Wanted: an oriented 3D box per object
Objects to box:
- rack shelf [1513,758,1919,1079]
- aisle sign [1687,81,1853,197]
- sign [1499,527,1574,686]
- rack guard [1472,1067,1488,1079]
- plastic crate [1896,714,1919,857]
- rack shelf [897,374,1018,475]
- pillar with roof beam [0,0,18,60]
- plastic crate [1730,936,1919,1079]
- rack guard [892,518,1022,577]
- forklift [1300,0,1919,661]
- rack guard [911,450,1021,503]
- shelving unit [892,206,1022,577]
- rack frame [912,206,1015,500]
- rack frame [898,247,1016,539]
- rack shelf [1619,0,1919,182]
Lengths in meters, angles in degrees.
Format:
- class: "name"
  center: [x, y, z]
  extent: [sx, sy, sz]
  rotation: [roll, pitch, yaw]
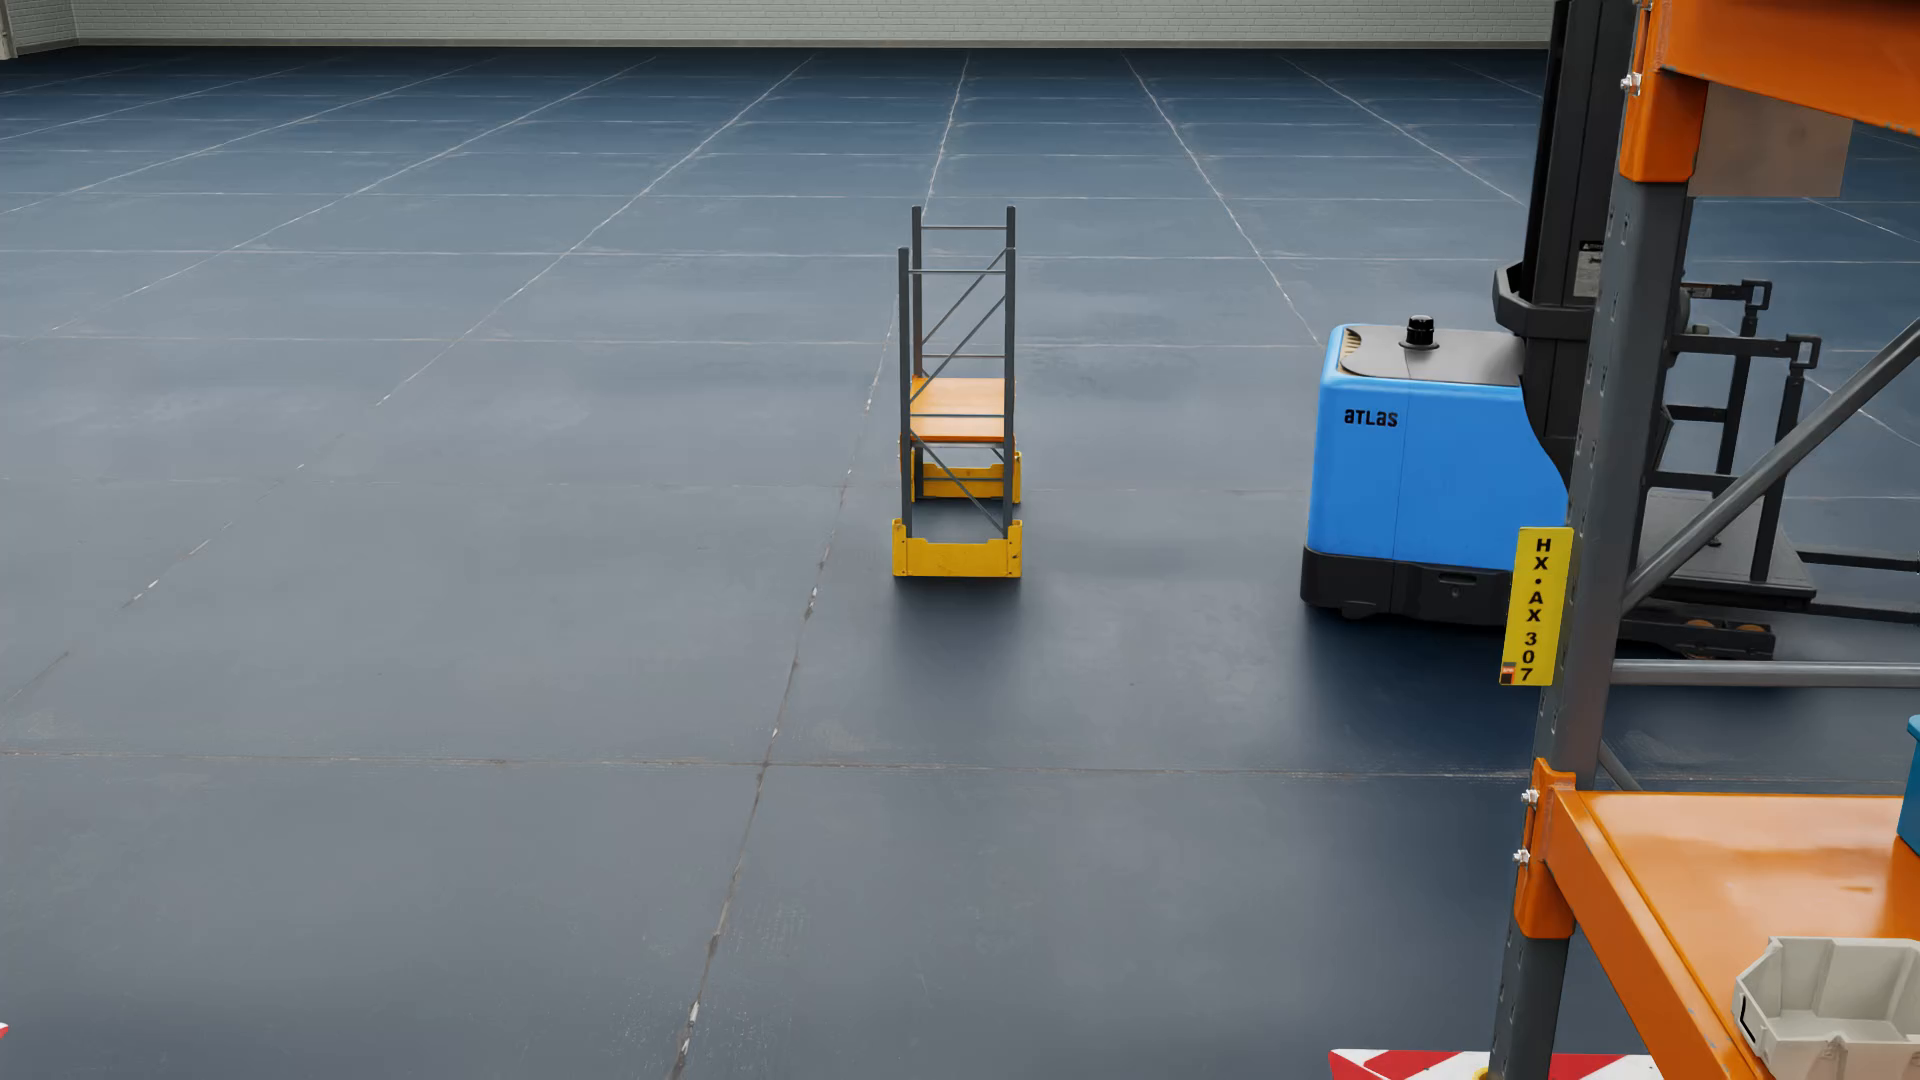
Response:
- class: "rack shelf"
  center: [1.586, 1.324, 1.464]
  extent: [1.077, 0.370, 4.000]
  rotation: [1, 21, 2]
- class: "aisle sign"
  center: [1.356, -0.976, 2.803]
  extent: [0.394, 0.787, 0.004]
  rotation: [1, 21, 2]
- class: "sign"
  center: [1.097, 0.129, 3.167]
  extent: [0.100, 0.325, 0.005]
  rotation: [1, 21, 2]
- class: "rack guard"
  center: [1.691, 1.459, 3.578]
  extent: [1.175, 0.500, 0.348]
  rotation: [1, 21, 2]
- class: "plastic crate"
  center: [1.931, 0.519, 2.750]
  extent: [0.499, 0.251, 0.616]
  rotation: [1, 21, 2]
- class: "rack shelf"
  center: [0.003, -0.562, 7.902]
  extent: [0.538, 0.185, 1.000]
  rotation: [1, 21, 2]
- class: "pillar with roof beam"
  center: [-13.877, -13.306, 29.881]
  extent: [9.100, 9.000, 0.400]
  rotation: [1, 21, 2]
- class: "plastic crate"
  center: [1.298, 0.709, 2.420]
  extent: [0.298, 0.136, 0.250]
  rotation: [1, 21, 2]
- class: "rack guard"
  center: [-0.013, 0.036, 7.591]
  extent: [0.587, 0.250, 0.087]
  rotation: [1, 21, 2]
- class: "forklift"
  center: [3.046, -1.068, 6.729]
  extent: [3.031, 2.935, 1.130]
  rotation: [5, 22, 14]
- class: "rack guard"
  center: [0.017, -0.324, 8.519]
  extent: [0.587, 0.250, 0.087]
  rotation: [1, 21, 2]
- class: "shelving unit"
  center: [0.002, -0.727, 7.829]
  extent: [0.587, 1.500, 1.083]
  rotation: [1, 21, 2]
- class: "rack frame"
  center: [0.018, -0.914, 8.311]
  extent: [0.500, 1.500, 0.032]
  rotation: [1, 21, 2]
- class: "rack frame"
  center: [-0.013, -0.546, 7.363]
  extent: [0.500, 1.500, 0.032]
  rotation: [1, 21, 2]
- class: "rack shelf"
  center: [1.586, -0.074, 0.921]
  extent: [1.077, 0.370, 4.000]
  rotation: [1, 21, 2]
